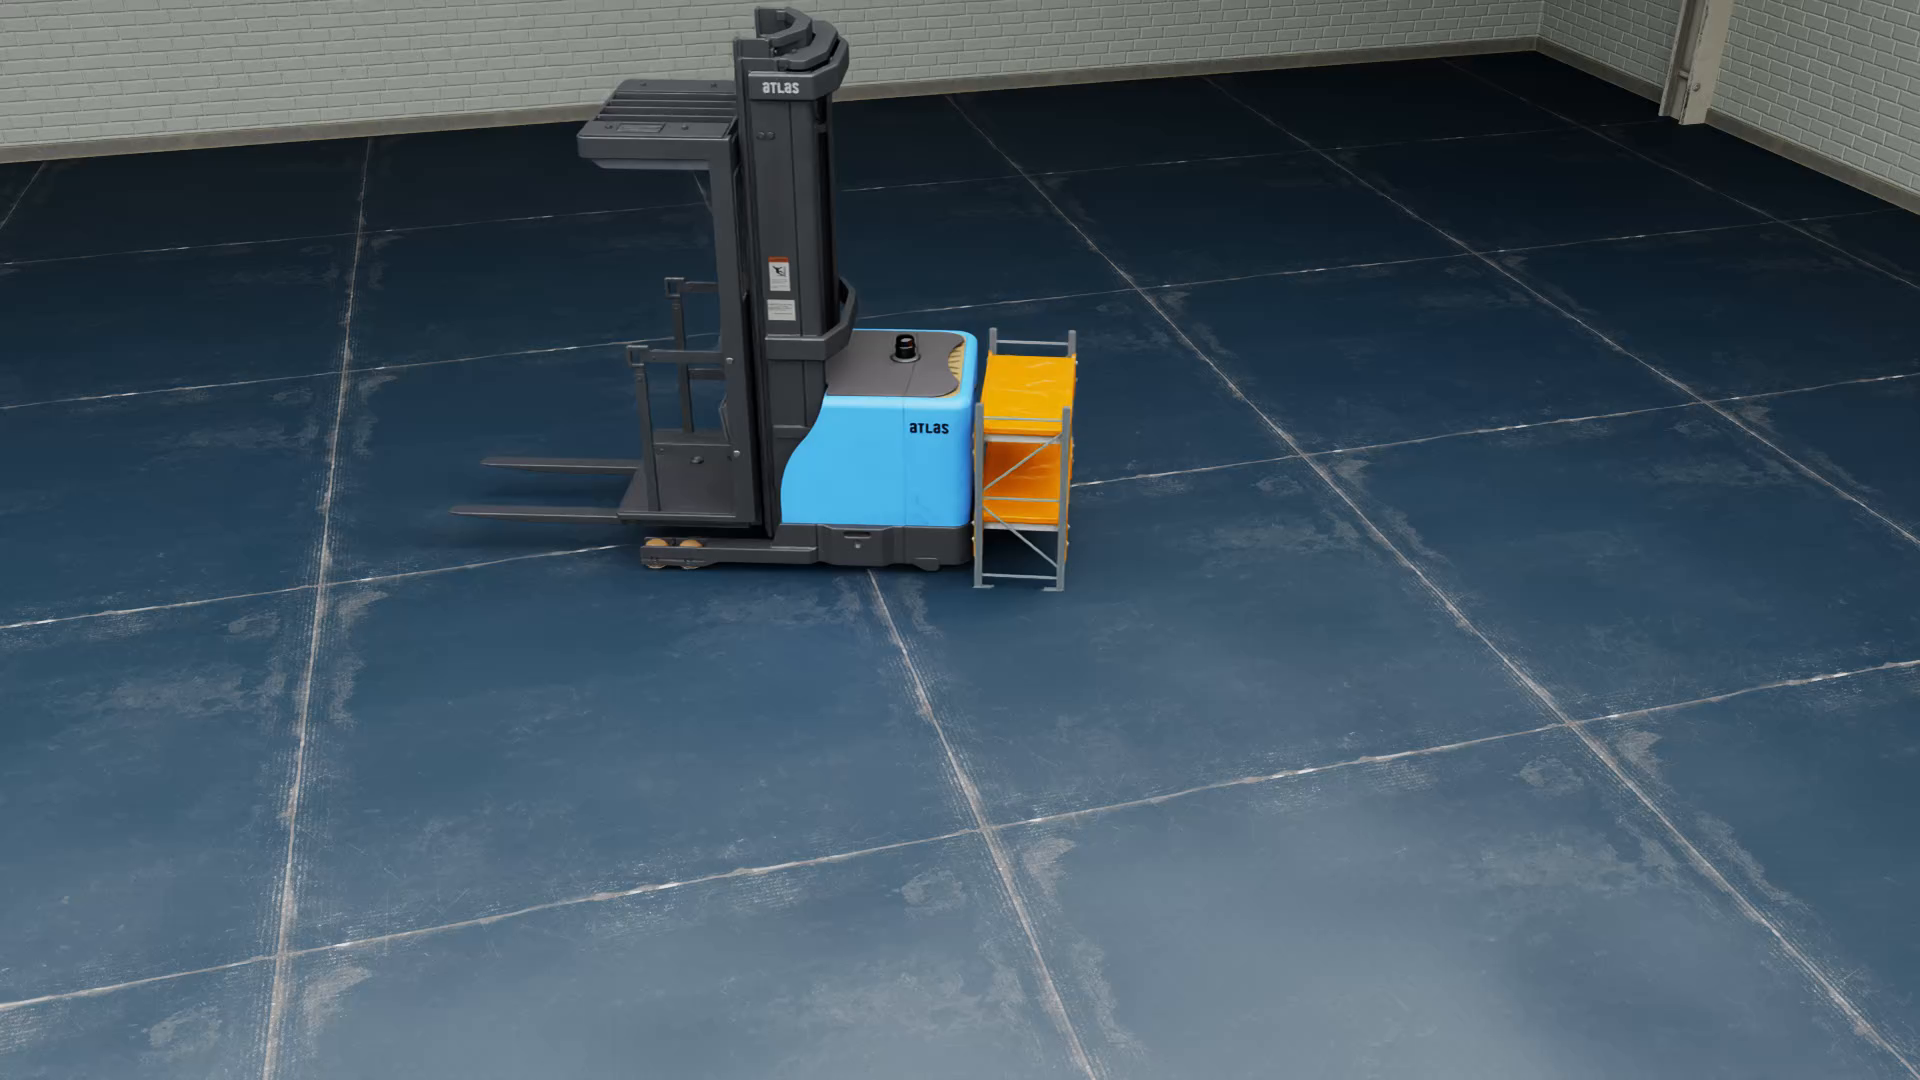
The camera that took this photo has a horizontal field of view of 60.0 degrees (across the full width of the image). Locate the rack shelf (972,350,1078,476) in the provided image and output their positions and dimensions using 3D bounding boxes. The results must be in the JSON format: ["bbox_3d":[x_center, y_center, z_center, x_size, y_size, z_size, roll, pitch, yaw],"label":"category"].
[{"bbox_3d":[0.375,-0.724,9.293,0.538,0.278,1.000,3,30,4],"label":"rack shelf"}]

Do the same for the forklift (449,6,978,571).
[{"bbox_3d":[-1.420,-1.363,9.180,3.031,2.935,1.130,1,30,3],"label":"forklift"}]

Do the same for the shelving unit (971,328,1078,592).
[{"bbox_3d":[0.375,-0.470,9.439,0.538,1.125,1.048,3,30,4],"label":"shelving unit"}]

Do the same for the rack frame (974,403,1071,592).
[{"bbox_3d":[0.330,-0.217,9.001,0.500,1.125,0.032,3,30,4],"label":"rack frame"}]

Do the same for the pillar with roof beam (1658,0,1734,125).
[{"bbox_3d":[3.383,-7.718,14.101,9.100,9.000,0.400,-8,31,-13],"label":"pillar with roof beam"}]

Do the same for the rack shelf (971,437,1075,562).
[{"bbox_3d":[0.375,-0.259,9.562,0.538,0.278,1.000,3,30,4],"label":"rack shelf"}]

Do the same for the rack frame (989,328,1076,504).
[{"bbox_3d":[0.420,-0.724,9.878,0.500,1.125,0.032,3,30,4],"label":"rack frame"}]
